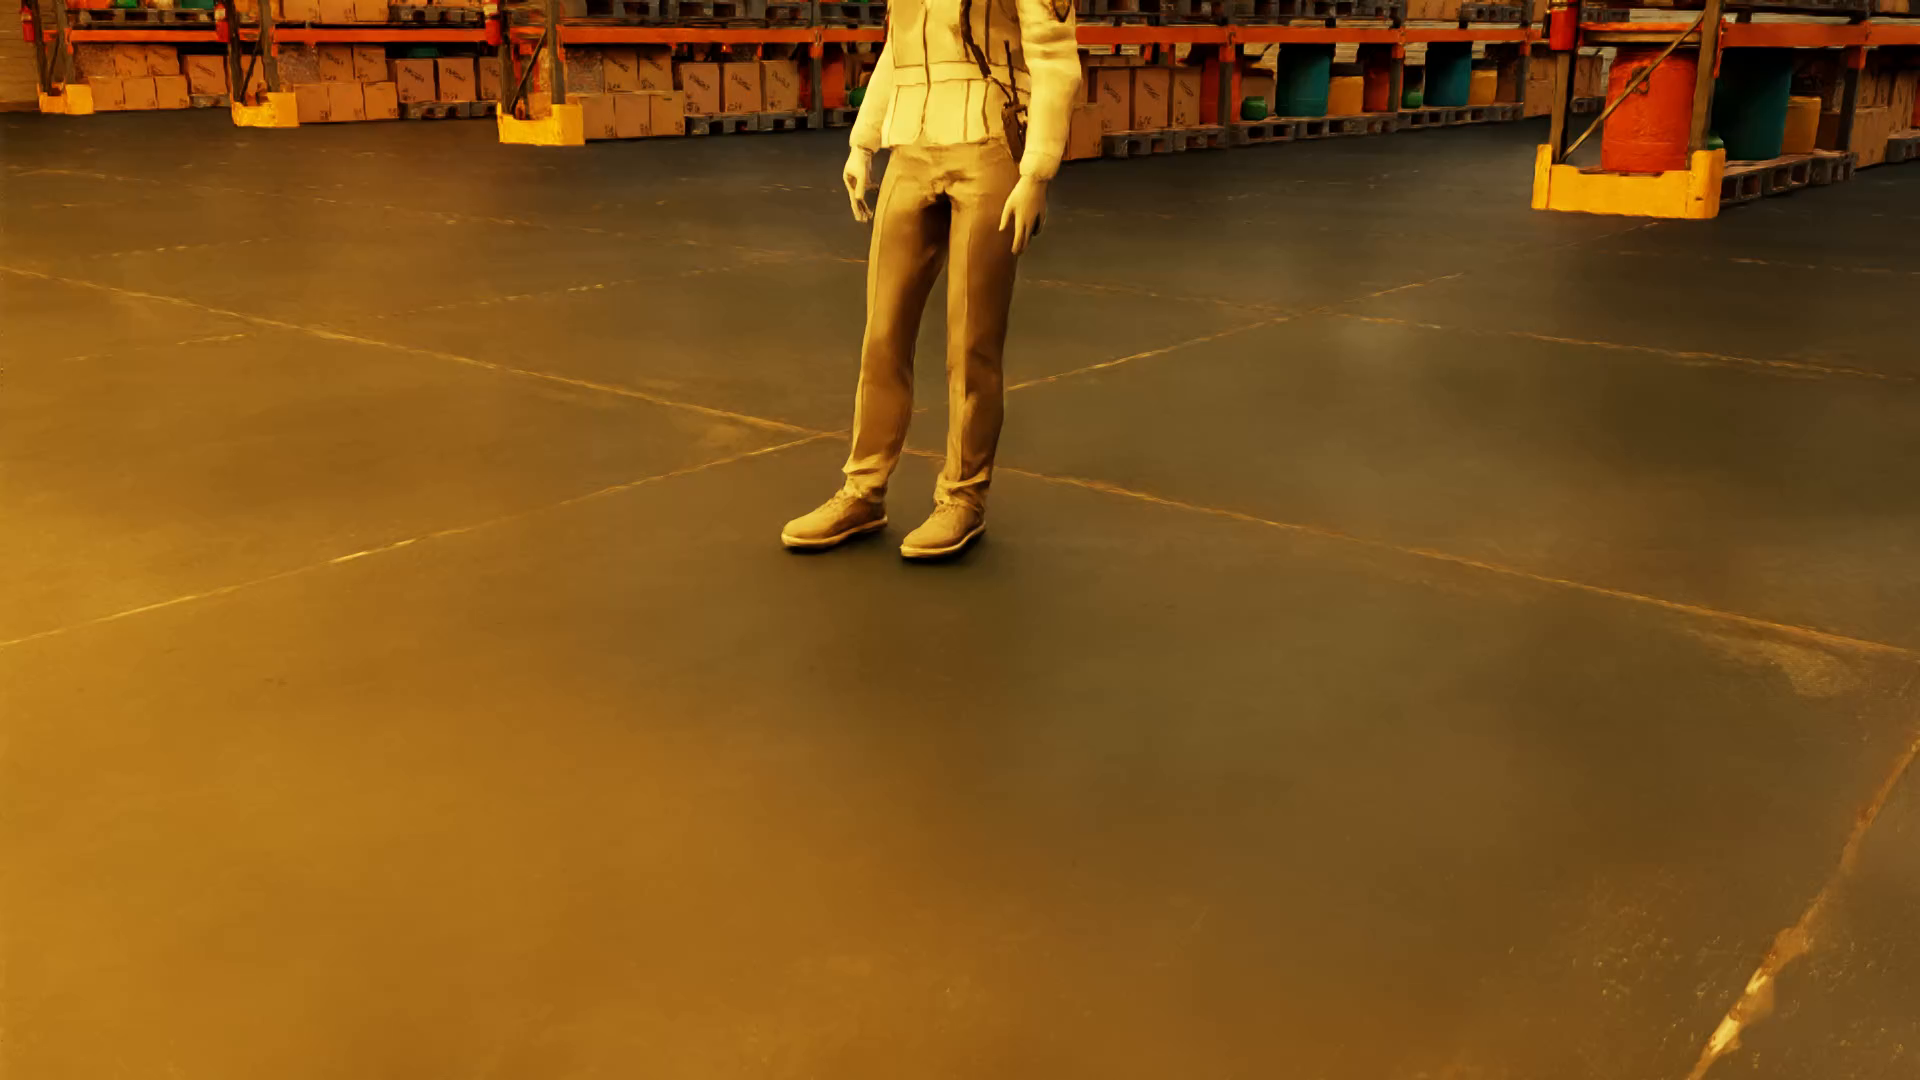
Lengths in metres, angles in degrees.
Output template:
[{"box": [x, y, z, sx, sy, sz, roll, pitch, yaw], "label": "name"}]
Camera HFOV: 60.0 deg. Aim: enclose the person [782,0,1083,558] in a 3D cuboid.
[{"box": [-0.049, -0.804, 3.648, 0.586, 1.695, 0.533, 13, 21, 37], "label": "person"}]
